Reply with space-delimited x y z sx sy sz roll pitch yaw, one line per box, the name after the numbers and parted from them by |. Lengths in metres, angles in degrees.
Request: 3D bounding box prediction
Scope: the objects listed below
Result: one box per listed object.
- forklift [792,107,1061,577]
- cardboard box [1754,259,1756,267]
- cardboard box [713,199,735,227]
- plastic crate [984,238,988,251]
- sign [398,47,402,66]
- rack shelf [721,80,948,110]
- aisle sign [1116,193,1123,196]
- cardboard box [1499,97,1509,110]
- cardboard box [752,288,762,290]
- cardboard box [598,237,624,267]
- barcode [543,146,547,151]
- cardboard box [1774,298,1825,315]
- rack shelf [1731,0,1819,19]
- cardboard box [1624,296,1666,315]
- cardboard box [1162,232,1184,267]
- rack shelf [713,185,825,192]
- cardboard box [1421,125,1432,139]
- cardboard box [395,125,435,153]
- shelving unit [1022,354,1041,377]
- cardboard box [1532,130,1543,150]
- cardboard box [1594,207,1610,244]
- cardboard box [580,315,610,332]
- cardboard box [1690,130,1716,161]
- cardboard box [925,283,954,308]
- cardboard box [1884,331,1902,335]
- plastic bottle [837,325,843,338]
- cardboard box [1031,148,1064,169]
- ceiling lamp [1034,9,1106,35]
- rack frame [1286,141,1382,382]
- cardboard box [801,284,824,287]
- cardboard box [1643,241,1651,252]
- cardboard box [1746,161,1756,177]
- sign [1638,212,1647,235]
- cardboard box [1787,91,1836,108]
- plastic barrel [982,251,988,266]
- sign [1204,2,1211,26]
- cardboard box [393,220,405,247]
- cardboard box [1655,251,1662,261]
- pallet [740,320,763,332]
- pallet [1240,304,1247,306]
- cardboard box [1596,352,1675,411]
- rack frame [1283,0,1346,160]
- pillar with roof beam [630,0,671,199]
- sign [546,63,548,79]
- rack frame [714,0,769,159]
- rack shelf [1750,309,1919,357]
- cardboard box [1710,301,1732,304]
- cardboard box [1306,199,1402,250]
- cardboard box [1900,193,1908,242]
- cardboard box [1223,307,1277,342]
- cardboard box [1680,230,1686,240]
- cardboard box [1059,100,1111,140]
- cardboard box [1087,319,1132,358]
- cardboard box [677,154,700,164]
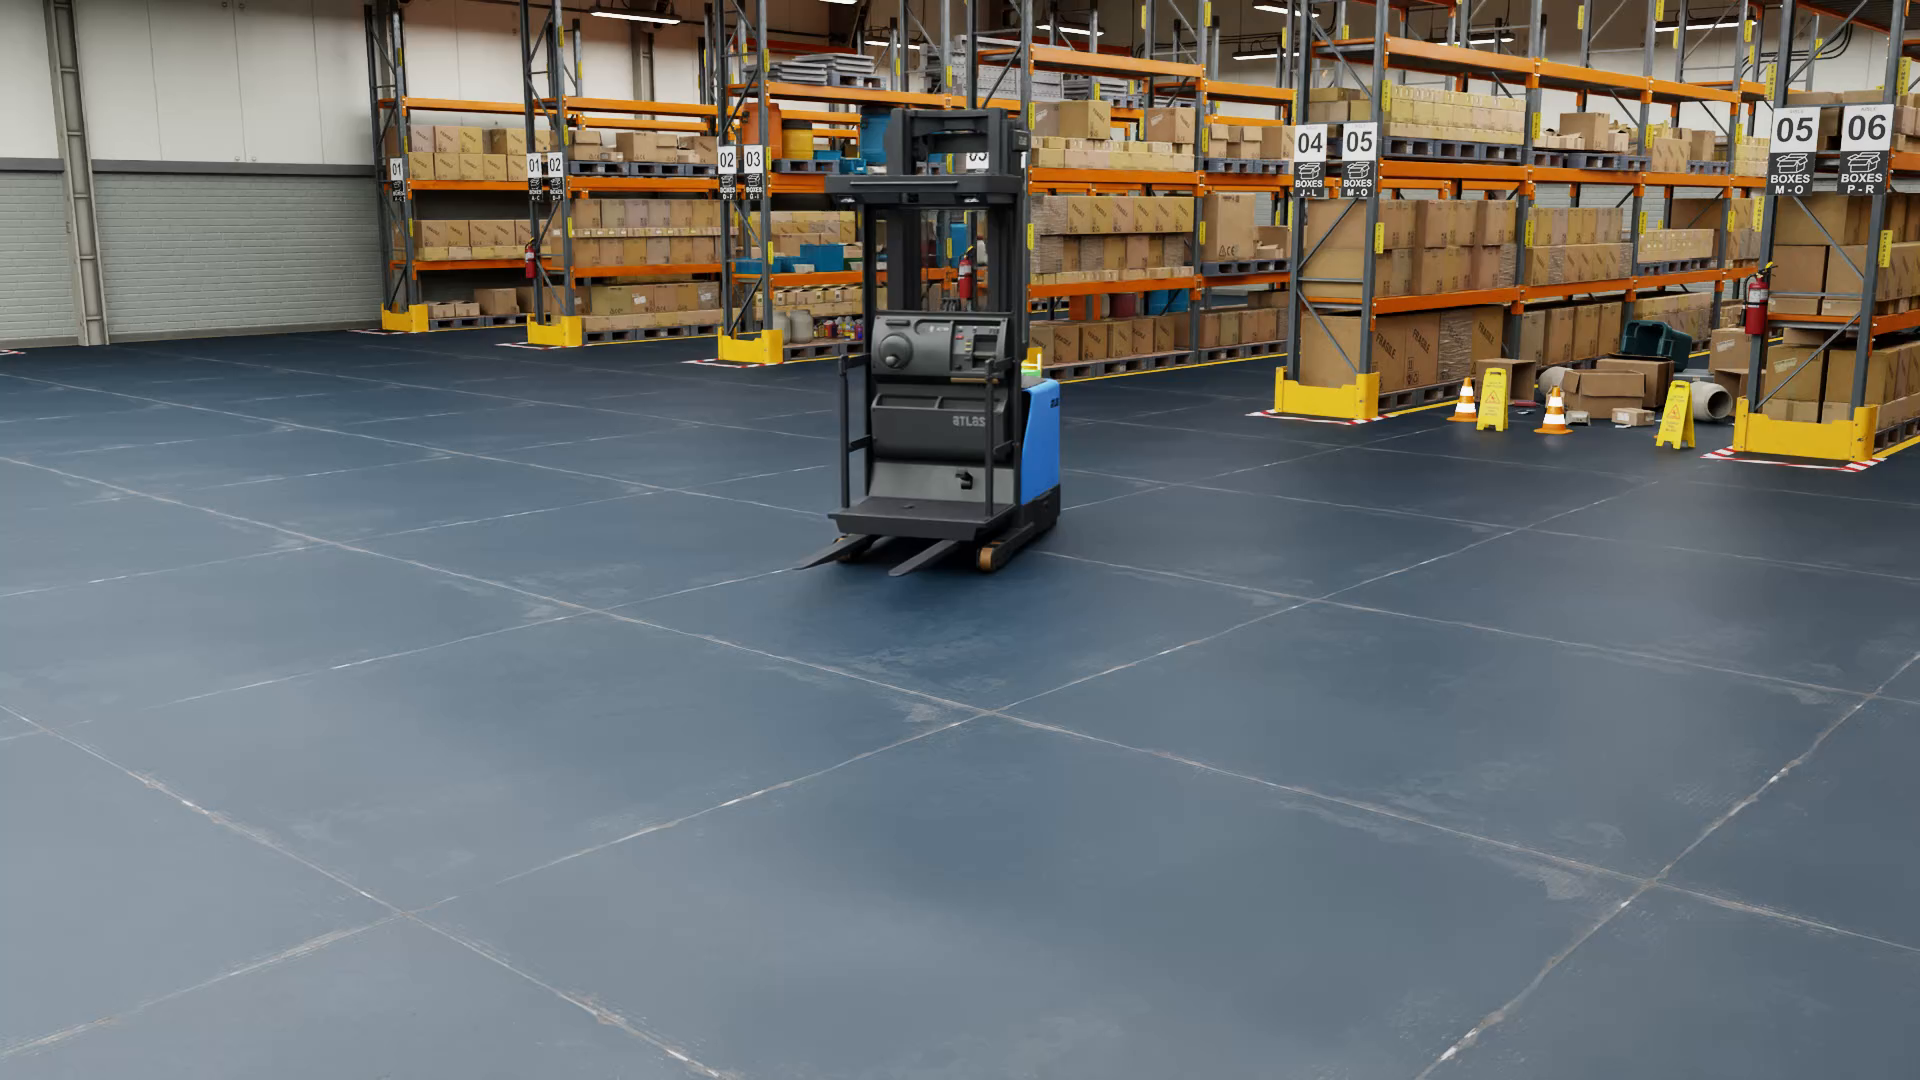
-0.201 -1.317 10.821 1.130 2.935 3.031 4 12 18 | forklift
13.487 -4.789 28.673 0.380 0.149 0.250 11 15 42 | cardboard box
-4.588 -6.047 30.762 0.700 0.500 0.500 10 15 41 | cardboard box
0.762 -5.209 29.969 0.402 0.464 0.583 10 15 40 | plastic crate
-10.256 -8.848 30.449 0.100 0.325 0.005 10 15 40 | sign
-1.902 -6.886 26.070 1.077 0.370 4.000 10 15 40 | rack shelf
3.897 -8.439 39.667 0.394 0.787 0.004 10 15 40 | aisle sign
6.463 -5.315 20.285 0.380 0.149 0.250 10 15 40 | cardboard box
-3.909 -4.735 32.275 0.500 0.311 0.500 10 15 42 | cardboard box
-6.279 -5.034 28.999 0.700 0.500 0.500 10 15 42 | cardboard box
-7.103 -6.702 28.467 0.001 0.075 0.075 10 15 40 | barcode
8.029 -2.237 15.892 0.380 0.149 0.250 10 15 42 | cardboard box
13.399 -9.181 28.053 1.077 0.370 4.000 10 15 40 | rack shelf
10.410 -3.572 25.331 0.500 0.250 0.500 10 15 40 | cardboard box
2.795 -4.284 24.484 0.875 0.500 0.500 10 15 40 | cardboard box
-2.980 -6.841 32.480 1.077 0.370 4.000 10 15 40 | rack shelf
5.125 -4.626 18.867 0.380 0.149 0.250 10 15 41 | cardboard box
-10.227 -7.525 31.211 0.500 0.500 0.500 8 14 36 | cardboard box
0.381 -0.801 12.660 0.258 1.200 0.503 7 13 32 | shelving unit
7.448 -5.353 22.252 0.500 0.250 0.500 10 15 40 | cardboard box
8.802 -4.479 23.671 0.700 0.500 0.500 9 15 40 | cardboard box
-6.419 -3.747 28.763 0.500 0.250 0.500 10 15 40 | cardboard box
11.746 -6.352 26.870 0.700 0.500 0.500 10 15 40 | cardboard box
-0.468 -5.188 35.284 0.500 0.500 0.500 10 15 40 | cardboard box
9.991 -2.039 18.295 0.500 0.500 0.500 11 16 43 | cardboard box
-1.954 -3.410 27.145 0.097 0.201 0.097 0 11 0 | plastic bottle
1.011 -4.993 21.777 0.500 0.250 0.500 10 15 42 | cardboard box
2.458 -11.937 33.597 0.800 3.185 2.000 10 15 40 | ceiling lamp
4.158 -2.902 18.583 1.000 3.000 0.127 10 15 40 | rack frame
-3.658 -6.153 39.277 0.750 0.750 0.750 10 15 42 | cardboard box
10.086 -4.393 24.858 0.380 0.149 0.250 11 16 43 | cardboard box
12.907 -6.174 27.689 0.500 0.250 0.500 9 15 39 | cardboard box
9.858 -4.576 24.006 0.100 0.325 0.005 10 15 40 | sign
7.944 -4.104 15.546 0.380 0.149 0.250 10 15 41 | cardboard box
0.407 -4.894 28.910 0.301 0.262 0.301 0 11 0 | plastic barrel
3.534 -7.513 23.763 0.100 0.325 0.005 10 15 40 | sign
-10.512 -5.880 31.912 0.500 0.500 0.500 10 15 40 | cardboard box
10.417 -4.321 25.255 0.380 0.149 0.250 11 16 43 | cardboard box
-3.843 -4.174 32.071 1.003 0.211 1.213 10 15 40 | pallet
6.766 -5.069 36.551 1.003 0.211 1.213 10 15 40 | pallet
7.811 -1.844 19.311 0.797 0.637 0.503 10 15 40 | cardboard box
5.779 -7.677 27.174 1.000 3.000 0.127 10 15 40 | rack frame
-3.657 -8.962 33.608 9.100 9.000 0.548 10 15 40 | pillar with roof beam
-8.444 -9.617 34.094 0.100 0.325 0.005 10 15 40 | sign
-3.222 -7.141 24.487 1.000 3.000 0.127 10 15 40 | rack frame
9.263 -2.219 16.997 1.077 0.370 4.000 10 15 40 | rack shelf
13.472 -4.159 29.565 0.380 0.149 0.250 11 15 43 | cardboard box
4.432 -3.555 18.711 0.875 0.550 0.550 10 15 40 | cardboard box
9.424 -3.371 17.365 0.700 0.500 0.500 9 15 39 | cardboard box
4.627 -3.457 26.618 0.500 0.500 0.700 -11 15 -43 | cardboard box
11.100 -4.766 25.966 0.380 0.149 0.250 9 14 38 | cardboard box
1.681 -5.653 22.405 0.500 0.500 0.500 10 15 40 | cardboard box
2.122 -2.887 23.815 0.500 0.500 0.500 8 14 35 | cardboard box
-4.891 -6.838 29.841 0.380 0.149 0.250 10 15 40 | cardboard box
